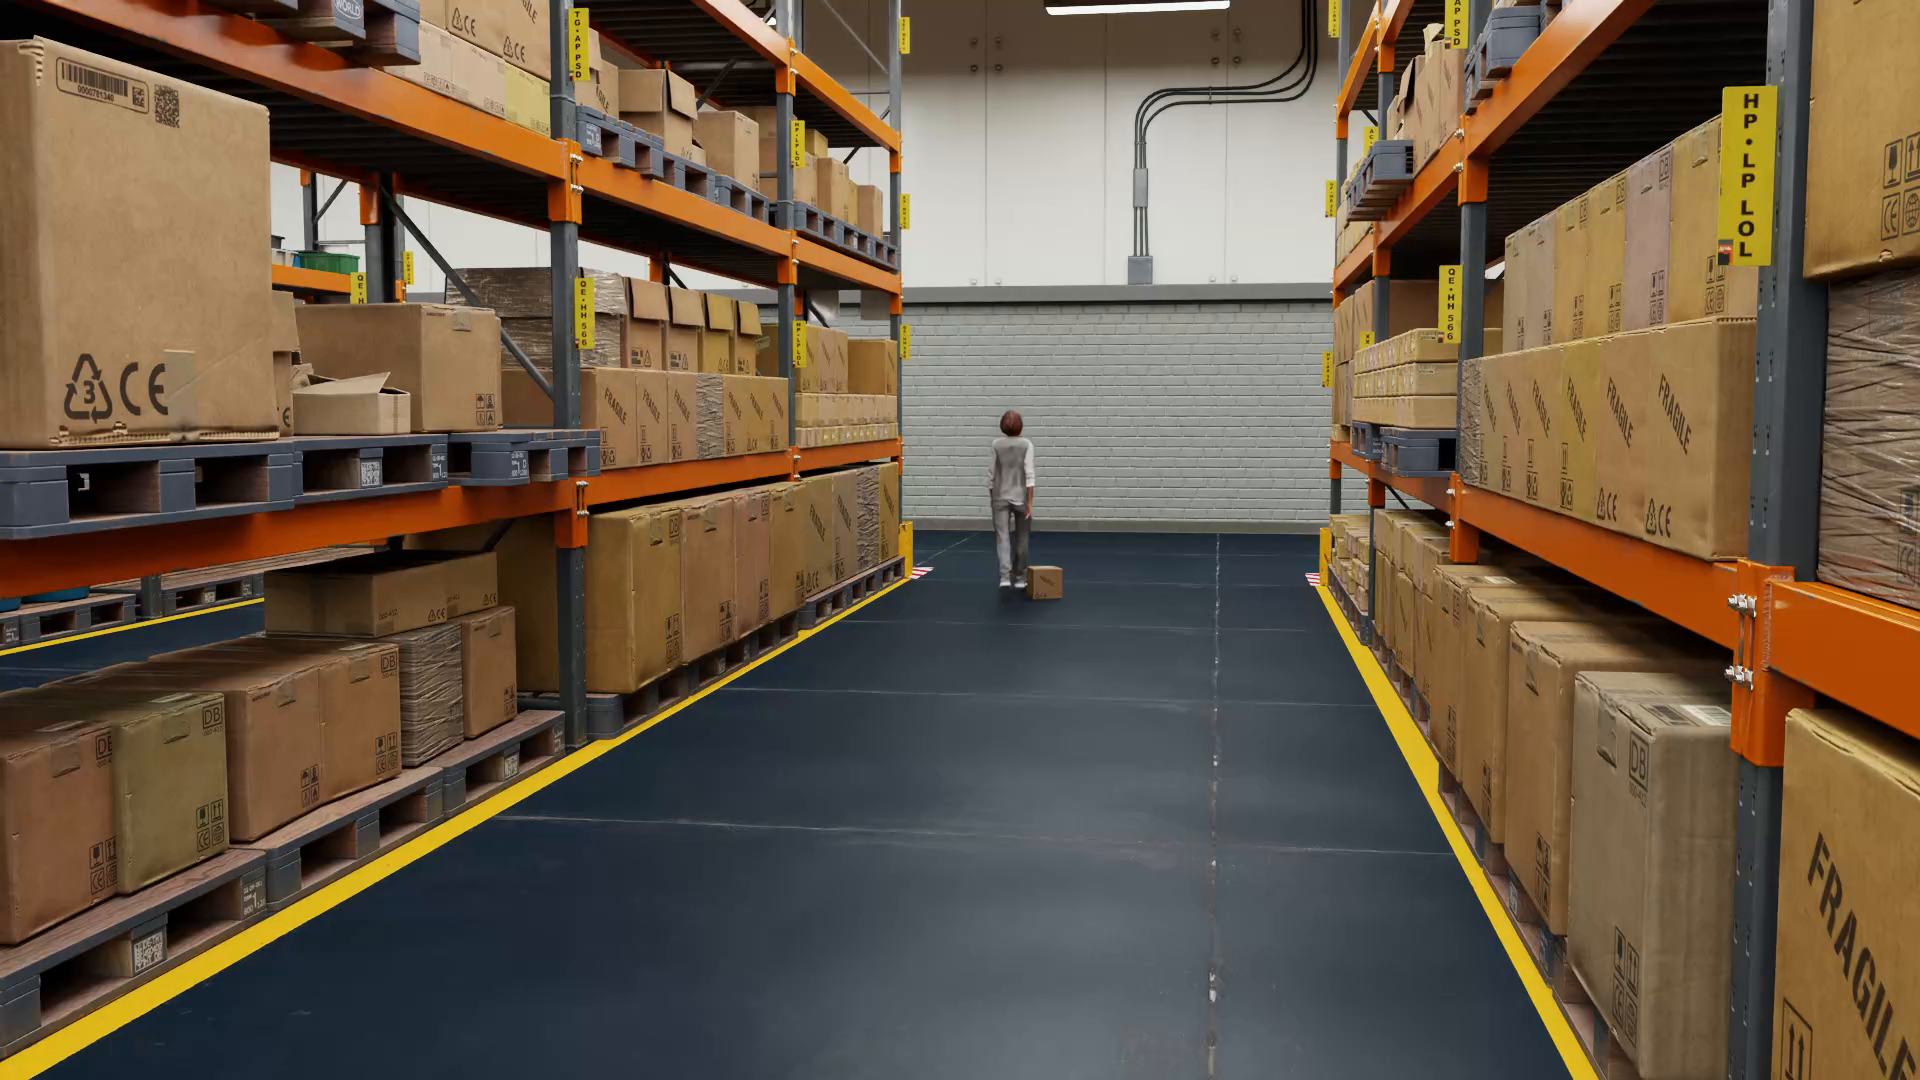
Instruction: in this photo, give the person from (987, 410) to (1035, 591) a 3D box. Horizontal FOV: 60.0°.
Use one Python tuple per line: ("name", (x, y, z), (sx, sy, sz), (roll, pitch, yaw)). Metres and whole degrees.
("person", (0.435, -0.339, 14.203), (0.414, 1.541, 0.944), (0, 5, 2))
